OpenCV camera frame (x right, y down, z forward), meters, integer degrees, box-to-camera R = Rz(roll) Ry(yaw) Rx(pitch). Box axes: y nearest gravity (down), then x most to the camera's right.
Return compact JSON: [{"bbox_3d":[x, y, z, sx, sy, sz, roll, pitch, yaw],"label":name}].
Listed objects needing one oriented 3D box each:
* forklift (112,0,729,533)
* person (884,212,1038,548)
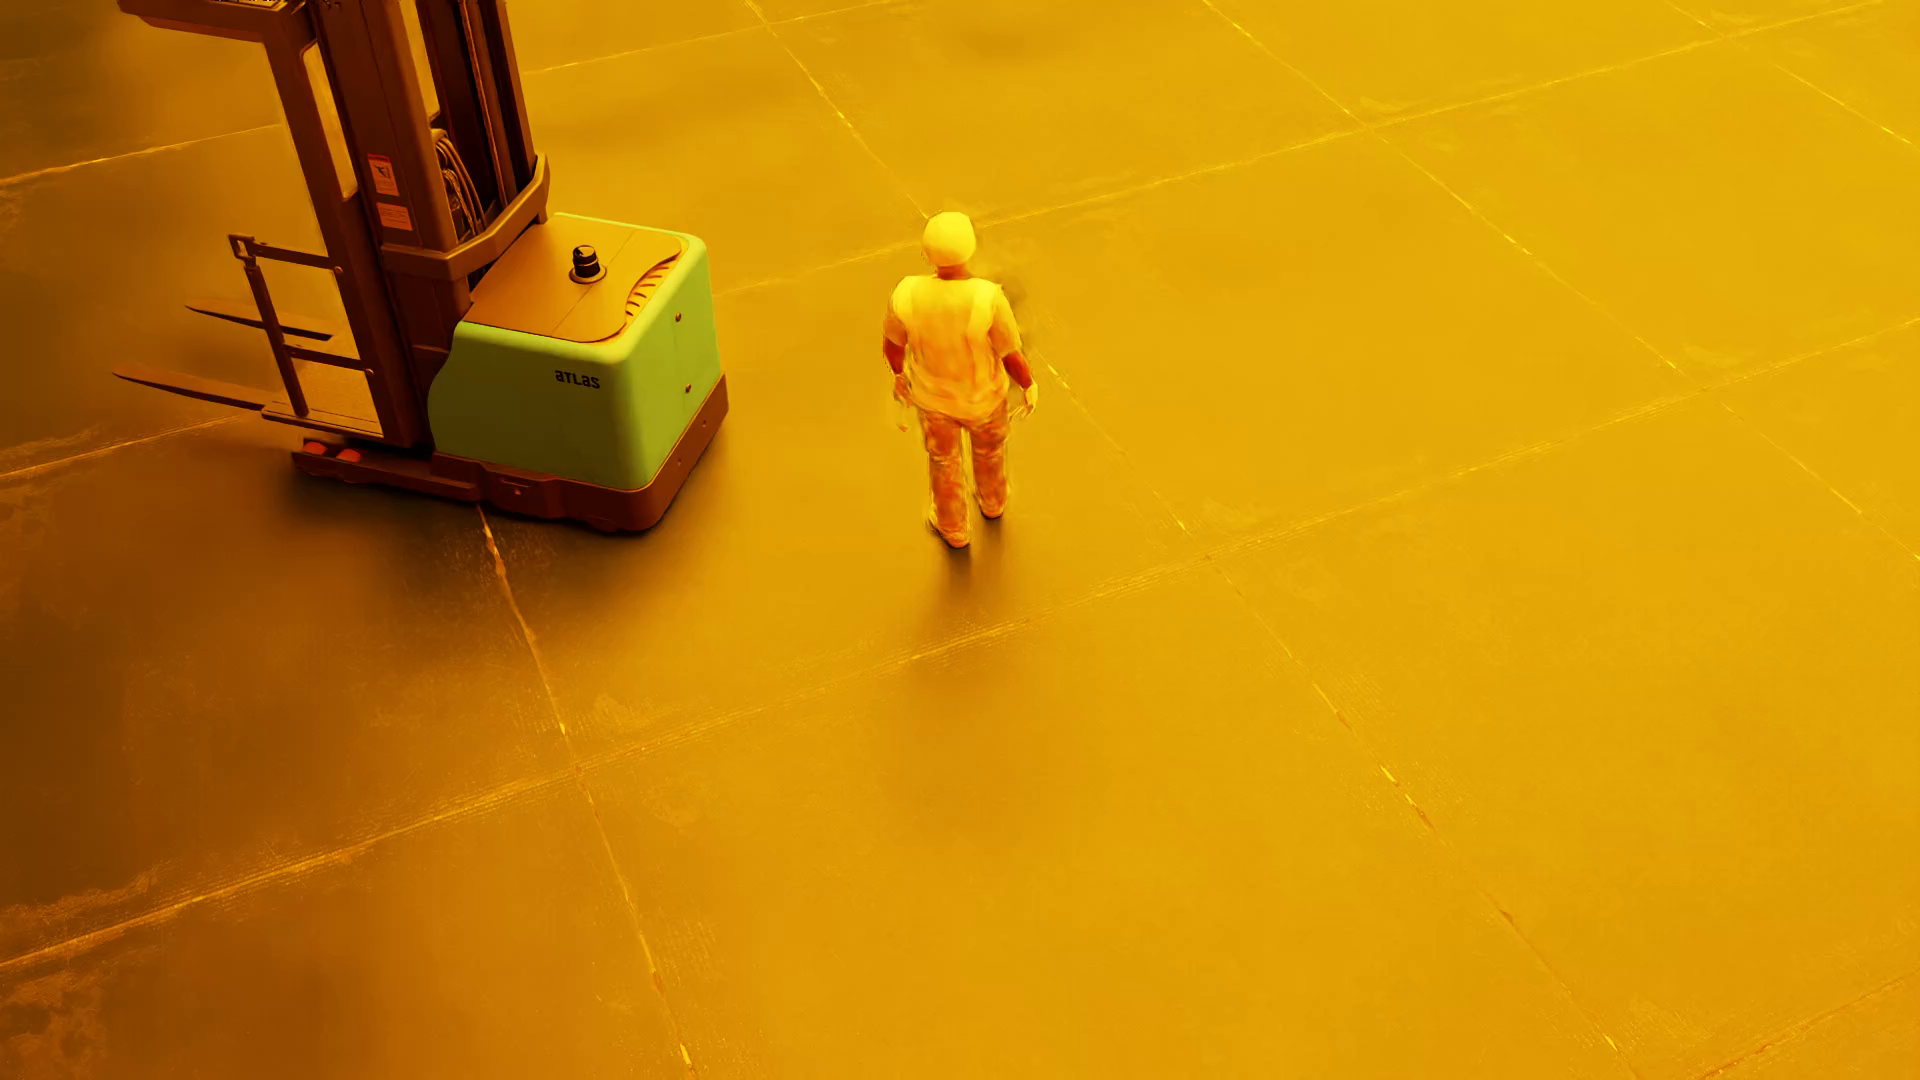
[{"bbox_3d":[-2.747,-1.682,7.482,3.031,2.935,1.130,11,44,12],"label":"forklift"},{"bbox_3d":[0.043,-0.736,7.303,0.651,1.782,0.670,11,44,12],"label":"person"}]
